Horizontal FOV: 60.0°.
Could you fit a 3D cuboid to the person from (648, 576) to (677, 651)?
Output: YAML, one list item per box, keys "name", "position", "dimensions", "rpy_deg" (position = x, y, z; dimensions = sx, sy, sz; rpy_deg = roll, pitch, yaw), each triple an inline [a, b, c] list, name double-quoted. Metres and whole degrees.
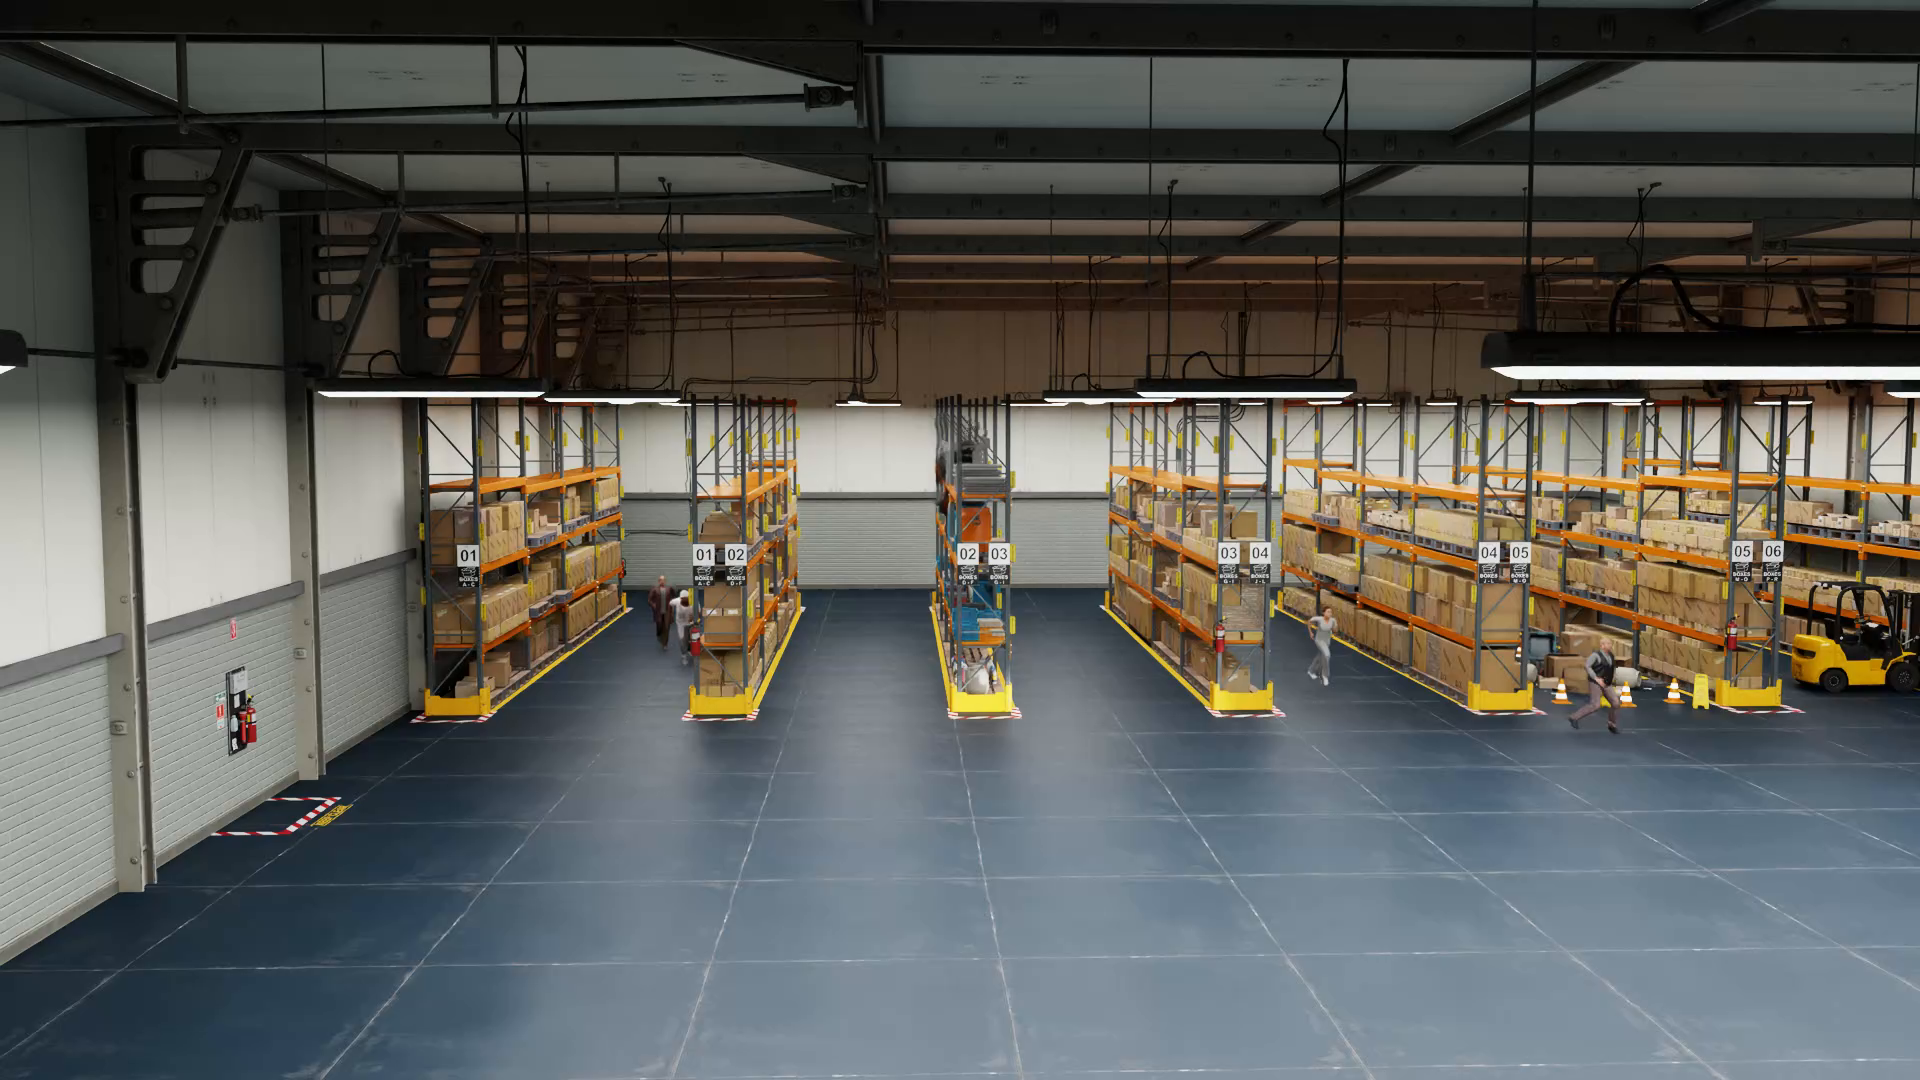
- name: "person"
  position: [-7.093, 1.728, 39.706]
  dimensions: [0.712, 1.764, 0.918]
  rpy_deg: [-1, 5, -14]

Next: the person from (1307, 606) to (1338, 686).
- name: "person"
  position: [7.543, 2.175, 34.724]
  dimensions: [0.561, 1.657, 0.918]
  rpy_deg: [-2, 5, -22]

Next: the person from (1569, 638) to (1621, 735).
- name: "person"
  position: [11.312, 2.586, 29.440]
  dimensions: [0.879, 1.721, 0.715]
  rpy_deg: [-3, 5, -33]

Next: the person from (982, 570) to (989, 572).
- name: "person"
  position: [0.664, 1.117, 48.286]
  dimensions: [0.528, 1.647, 0.580]
  rpy_deg: [1, 5, 14]

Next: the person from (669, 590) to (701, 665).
- name: "person"
  position: [-6.216, 1.944, 37.673]
  dimensions: [0.746, 1.715, 1.060]
  rpy_deg: [0, 4, -2]
